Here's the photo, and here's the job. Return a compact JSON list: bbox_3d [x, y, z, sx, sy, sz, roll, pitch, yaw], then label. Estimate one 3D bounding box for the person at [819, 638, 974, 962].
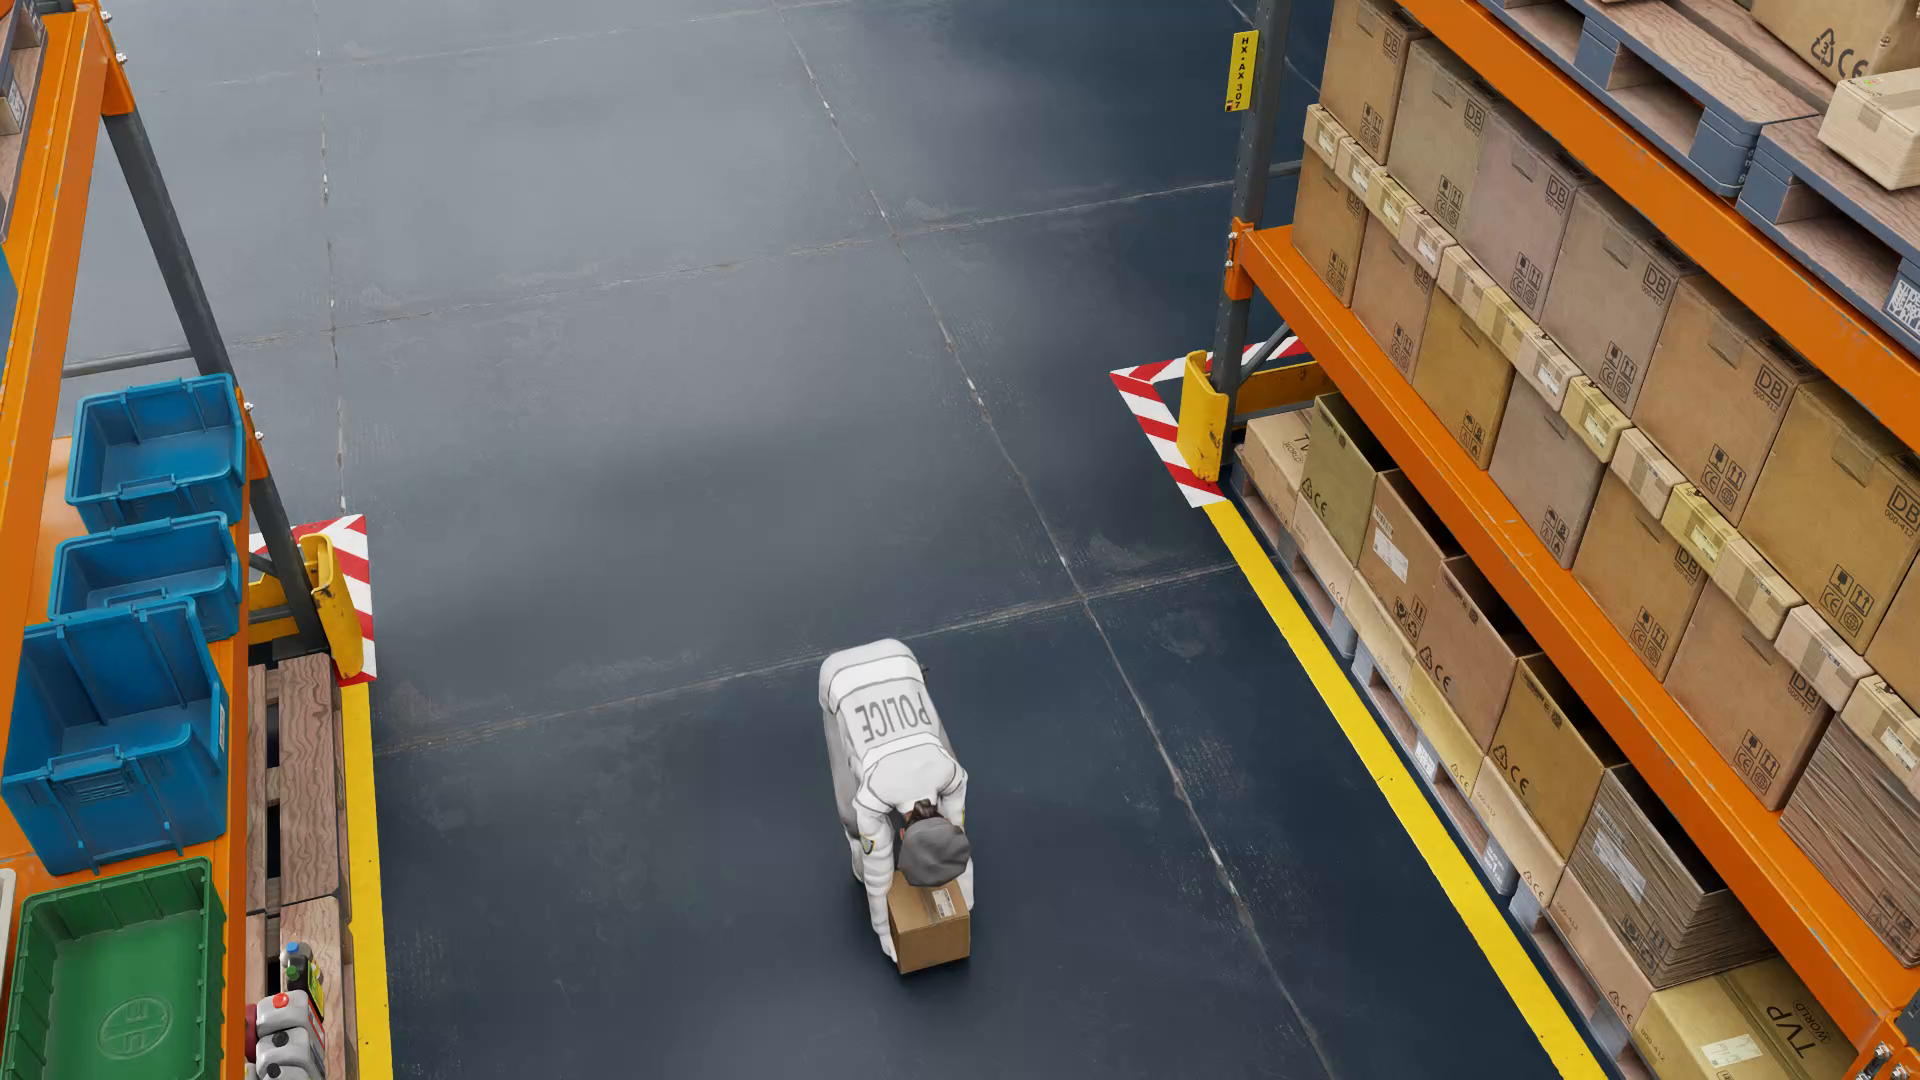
[{"bbox_3d":[-0.199,0.889,5.763,0.455,0.889,0.880,-14,44,-15],"label":"person"}]
